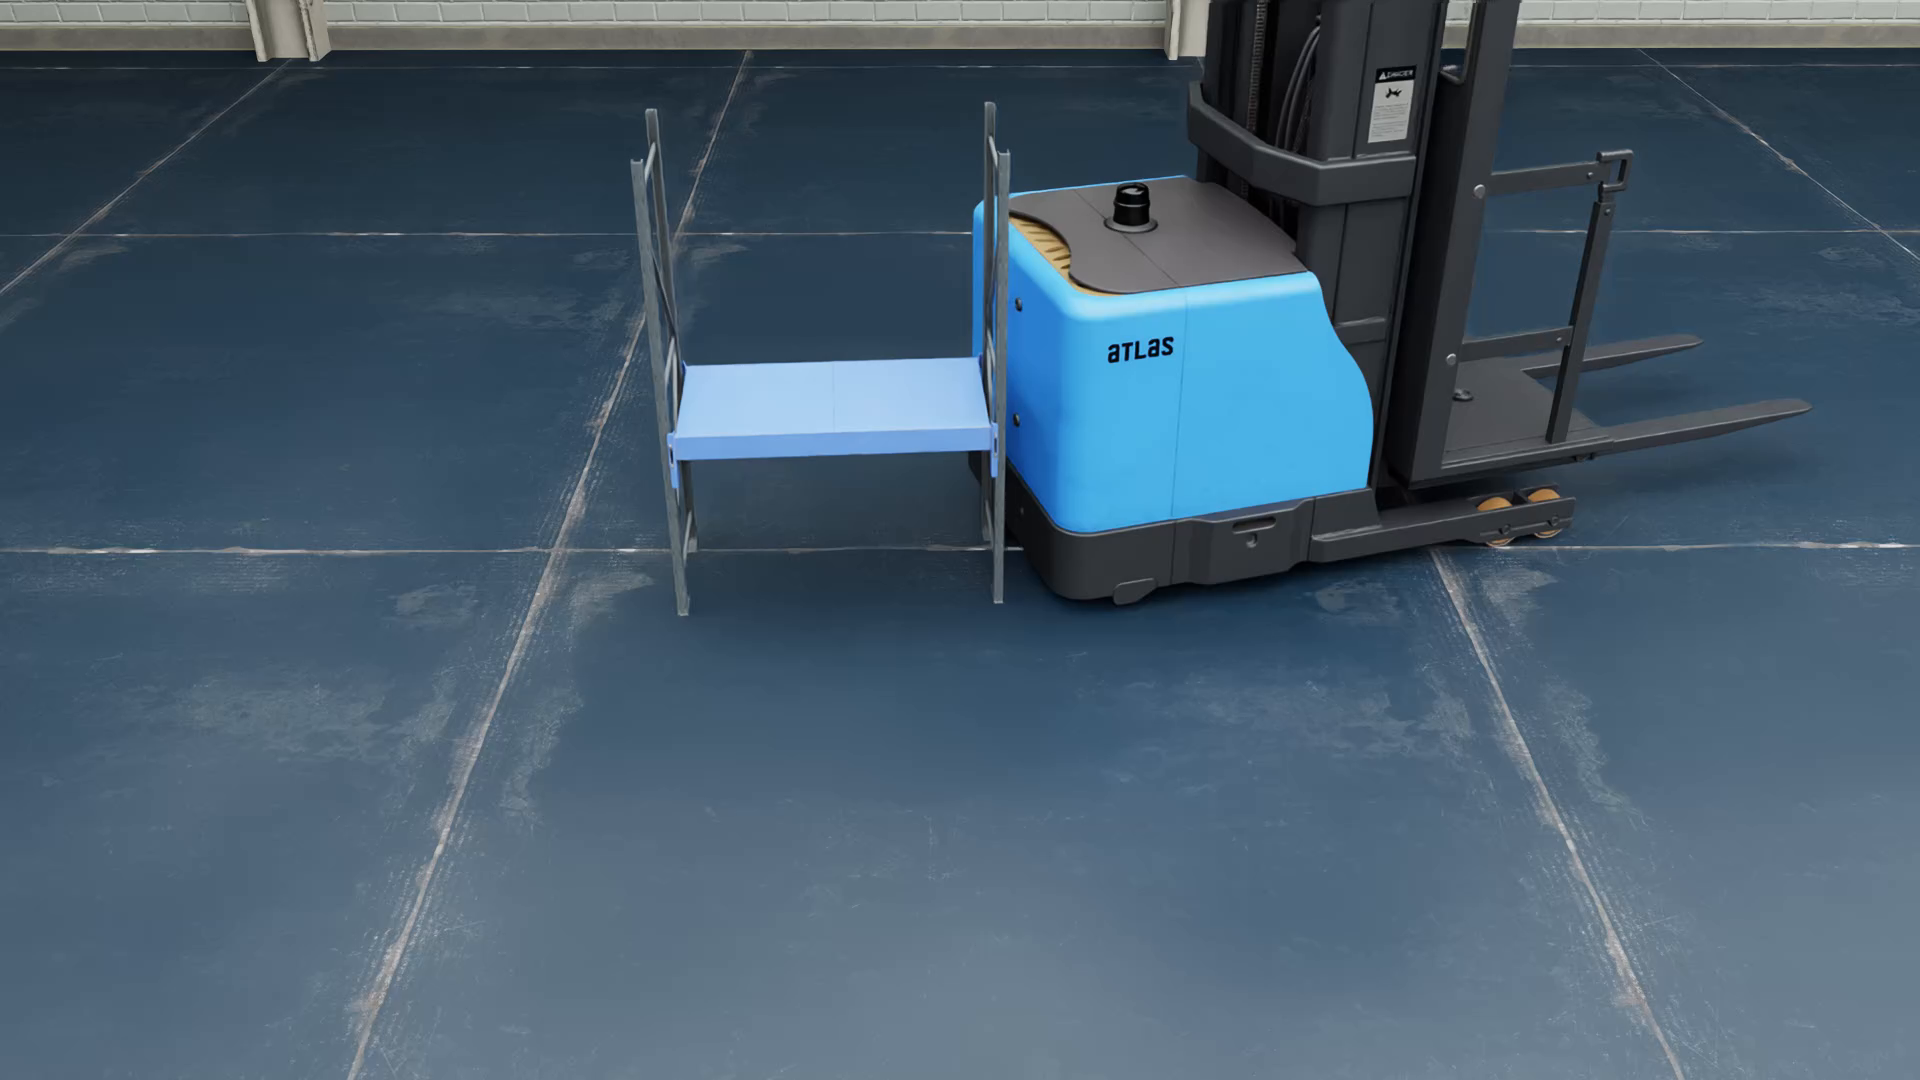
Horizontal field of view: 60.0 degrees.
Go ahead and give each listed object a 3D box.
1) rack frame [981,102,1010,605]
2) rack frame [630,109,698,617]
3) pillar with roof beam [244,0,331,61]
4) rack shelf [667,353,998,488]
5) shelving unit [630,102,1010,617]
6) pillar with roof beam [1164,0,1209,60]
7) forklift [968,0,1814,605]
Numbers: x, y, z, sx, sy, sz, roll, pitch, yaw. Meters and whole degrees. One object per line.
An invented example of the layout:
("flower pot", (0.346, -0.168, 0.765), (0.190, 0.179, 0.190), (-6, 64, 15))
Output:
("rack frame", (0.107, -0.560, 5.228), (0.032, 1.500, 0.500), (-2, 31, -3))
("rack frame", (-0.907, -0.524, 5.167), (0.032, 1.500, 0.500), (-2, 31, -3))
("pillar with roof beam", (-4.400, -4.845, 5.060), (0.400, 9.000, 9.100), (0, 31, 0))
("rack shelf", (-0.400, -0.388, 5.291), (1.000, 0.185, 0.538), (-2, 31, -3))
("shelving unit", (-0.400, -0.542, 5.197), (1.048, 1.500, 0.538), (-2, 31, -3))
("pillar with roof beam", (1.600, -4.864, 5.091), (0.400, 9.000, 9.100), (0, 31, 0))
("forklift", (1.605, -1.481, 5.366), (3.031, 2.935, 1.130), (-9, 32, -15))
